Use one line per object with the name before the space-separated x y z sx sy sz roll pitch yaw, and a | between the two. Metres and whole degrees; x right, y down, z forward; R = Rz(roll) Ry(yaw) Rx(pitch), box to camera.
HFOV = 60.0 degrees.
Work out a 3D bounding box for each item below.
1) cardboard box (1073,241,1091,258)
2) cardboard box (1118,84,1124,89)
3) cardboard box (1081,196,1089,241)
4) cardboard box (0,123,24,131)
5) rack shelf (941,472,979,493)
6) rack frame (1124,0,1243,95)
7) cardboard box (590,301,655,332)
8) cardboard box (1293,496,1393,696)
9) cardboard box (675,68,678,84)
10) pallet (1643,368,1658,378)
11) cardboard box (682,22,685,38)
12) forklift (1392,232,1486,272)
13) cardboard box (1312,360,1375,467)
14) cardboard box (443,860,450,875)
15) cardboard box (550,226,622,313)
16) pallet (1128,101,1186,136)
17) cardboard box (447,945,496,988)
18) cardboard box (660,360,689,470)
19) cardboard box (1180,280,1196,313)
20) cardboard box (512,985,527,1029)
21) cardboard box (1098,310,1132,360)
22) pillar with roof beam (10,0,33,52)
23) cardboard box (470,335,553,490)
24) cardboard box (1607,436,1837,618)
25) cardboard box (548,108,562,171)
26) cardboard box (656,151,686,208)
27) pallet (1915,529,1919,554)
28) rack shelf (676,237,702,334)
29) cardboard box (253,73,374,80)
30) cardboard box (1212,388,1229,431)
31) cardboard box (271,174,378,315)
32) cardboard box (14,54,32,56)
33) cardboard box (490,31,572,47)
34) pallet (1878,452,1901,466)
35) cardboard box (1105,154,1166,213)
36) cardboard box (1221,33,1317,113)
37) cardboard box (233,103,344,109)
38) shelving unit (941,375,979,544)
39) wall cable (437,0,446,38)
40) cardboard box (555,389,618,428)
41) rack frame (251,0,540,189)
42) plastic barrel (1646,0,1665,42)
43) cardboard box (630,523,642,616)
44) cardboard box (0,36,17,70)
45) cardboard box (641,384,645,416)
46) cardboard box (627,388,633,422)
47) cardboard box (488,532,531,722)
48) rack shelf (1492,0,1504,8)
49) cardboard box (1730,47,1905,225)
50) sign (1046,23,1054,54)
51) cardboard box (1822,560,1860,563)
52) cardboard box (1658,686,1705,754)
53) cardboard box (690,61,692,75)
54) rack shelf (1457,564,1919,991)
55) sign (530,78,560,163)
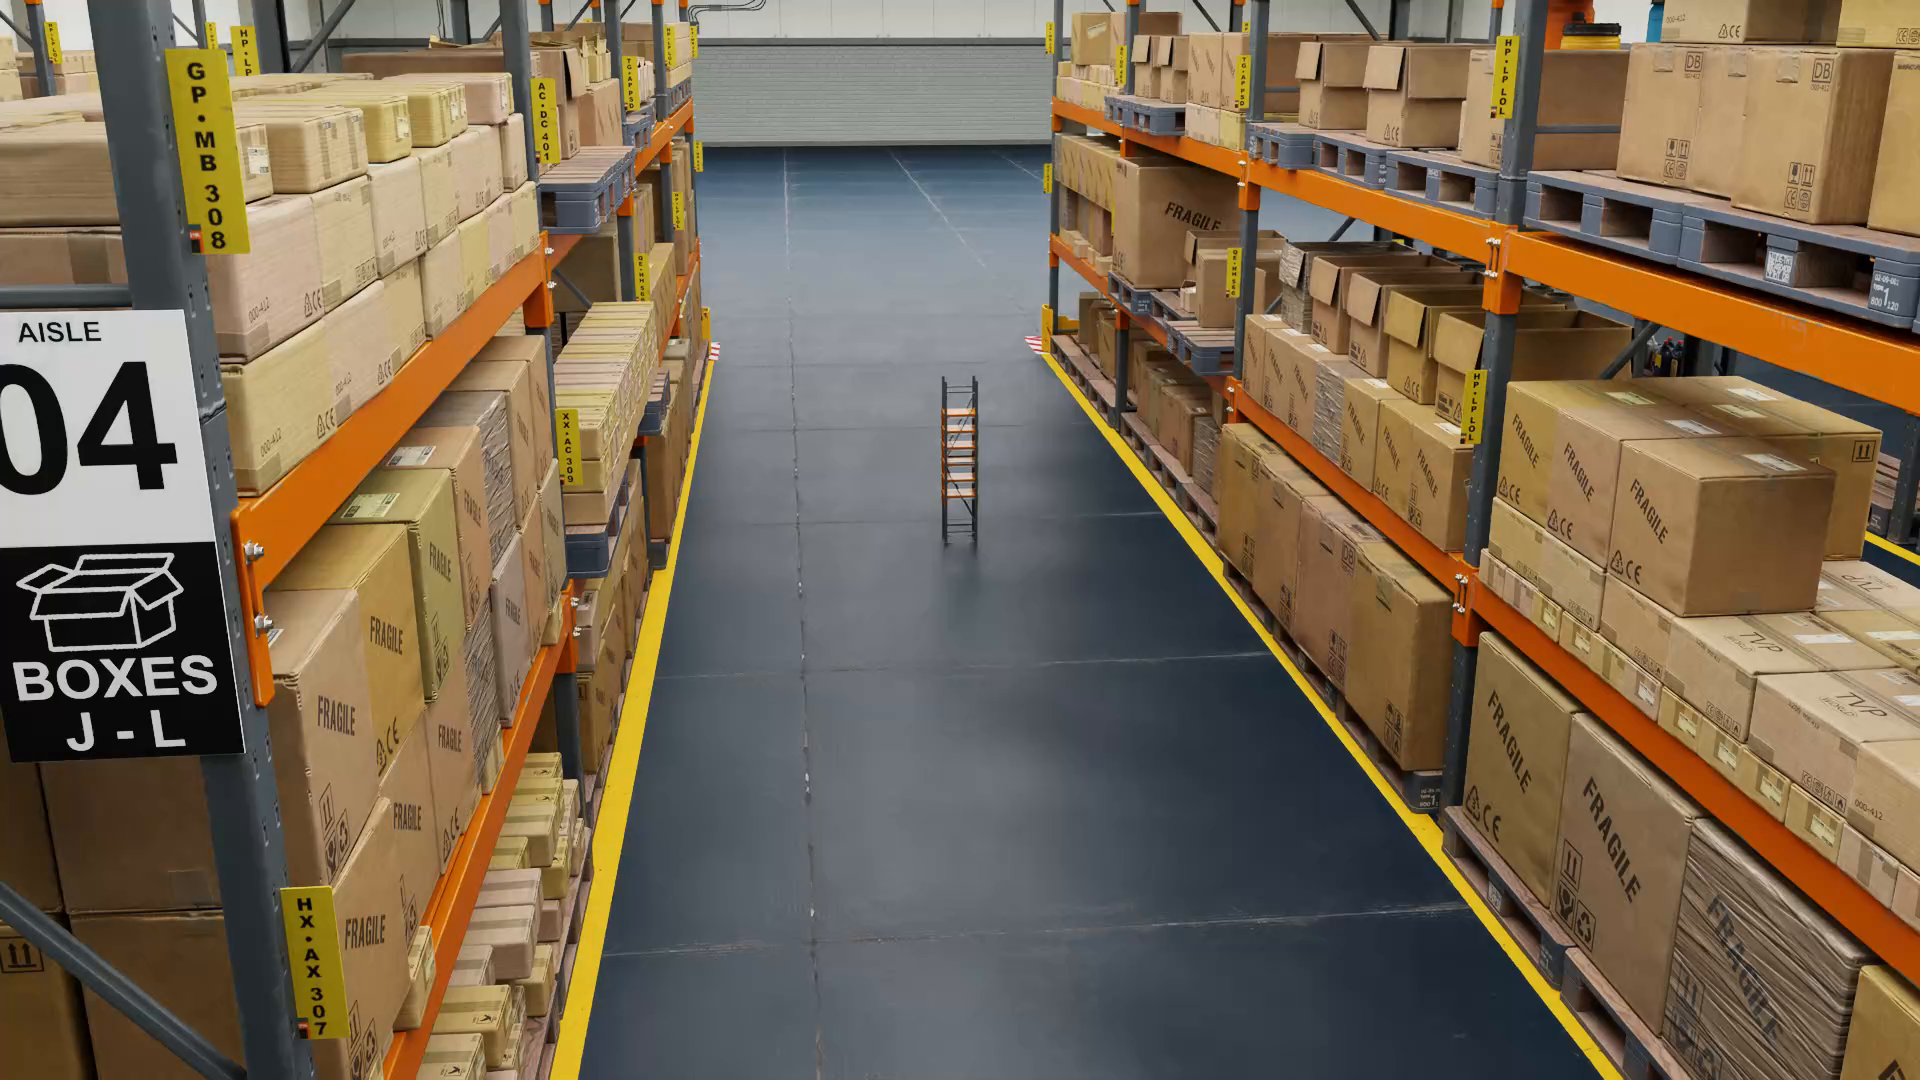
cardboard box | 1.378 -2.993 17.121 0.380 0.149 0.250 -2 18 -6
cardboard box | 1.619 -4.101 14.808 0.380 0.149 0.250 -1 17 -4
cardboard box | 1.736 -3.384 17.285 0.875 0.500 0.500 -2 18 -6
cardboard box | -2.043 -0.719 3.201 0.380 0.149 0.250 -2 17 -5
rack shelf | -0.001 -0.420 12.060 0.258 0.103 0.180 -2 18 -6
rack frame | 1.940 -5.325 14.116 1.000 3.000 0.127 -2 18 -6
cardboard box | -2.085 -1.381 10.292 0.380 0.149 0.250 -2 18 -8
cardboard box | 2.586 0.278 9.131 1.225 0.875 0.875 -2 18 -8
cardboard box | -2.782 -4.244 15.232 0.380 0.149 0.250 -2 18 -7
pallet | 6.838 -1.487 16.561 1.003 0.211 1.213 -2 18 -6
cardboard box | -2.941 -5.079 16.560 0.380 0.149 0.250 -2 18 -5
forklift | 4.333 -2.270 14.514 1.130 2.935 3.031 -2 17 -5
cardboard box | 2.293 -0.711 9.266 0.500 0.500 0.500 -2 18 -5
cardboard box | -1.680 0.863 4.839 0.380 0.149 0.250 -2 18 -7
cardboard box | -2.628 -1.807 11.089 0.700 0.500 0.500 -2 18 -6
pallet | 2.007 -3.308 13.013 1.213 0.211 1.003 -2 18 -6
cardboard box | -1.759 1.481 5.516 0.380 0.149 0.250 -2 18 -6
cardboard box | -2.755 -0.997 13.401 1.050 0.750 0.750 -2 18 -6
cardboard box | 1.912 -1.896 12.732 0.396 0.266 0.258 -2 18 -7
cardboard box | -1.733 1.698 5.820 0.380 0.149 0.250 -1 17 -5
cardboard box | 1.716 -2.112 17.368 0.500 0.500 0.500 0 17 0
pillar with roof beam | -11.047 -9.529 27.507 9.100 9.000 0.400 -2 18 -6
cardboard box | -1.862 -0.491 6.402 0.500 0.500 0.500 -2 18 -8
cardboard box | 2.661 -0.055 5.847 0.500 0.500 0.500 -2 18 -7
cardboard box | -2.061 -1.814 7.388 0.500 0.311 0.500 -2 18 -6
cardboard box | -3.162 -3.521 16.331 0.875 0.550 0.500 -2 18 -6
pallet | 7.401 0.140 11.380 1.003 0.211 1.213 -2 18 -6
rack shelf | -3.211 -2.593 16.628 1.077 0.370 4.000 -2 18 -6
cardboard box | -2.390 -1.651 6.169 0.380 0.149 0.250 -2 18 -7
cardboard box | 2.188 -1.003 12.550 0.500 0.250 0.500 0 17 1
cardboard box | -1.608 -0.657 3.670 0.500 0.250 0.500 -2 18 -6
cardboard box | -8.208 -4.092 14.283 0.380 0.149 0.250 -1 17 -4
cardboard box | -3.050 -3.384 11.907 0.500 0.500 0.500 -2 18 -6
pallet | 7.115 -0.689 14.018 1.003 0.211 1.213 -2 18 -6
cardboard box | 1.619 -3.255 15.205 0.500 0.500 0.500 -2 18 -6
cardboard box | 2.054 -3.123 11.108 0.500 0.500 0.500 -1 17 -4
cardboard box | -1.693 -0.962 3.976 0.380 0.149 0.250 -1 17 -4
shelving unit | -0.001 -0.577 12.011 0.258 1.200 0.189 -2 18 -6
wall cable | -16.174 -14.196 47.556 3.097 2.526 0.112 -2 18 -6
cardboard box | -1.821 -0.612 7.843 0.380 0.149 0.250 -2 18 -5
rack frame | -2.179 -2.819 6.132 1.000 3.000 0.127 -2 18 -6
plastic barrel | 6.870 -4.787 15.870 0.600 0.901 0.708 -2 18 -6
cardboard box | -2.214 0.187 10.046 0.500 0.500 0.500 -1 17 -3
cardboard box | -7.731 -3.787 12.937 0.500 0.250 0.500 -1 17 -4
cardboard box | -1.982 -0.791 9.406 0.380 0.149 0.250 -3 18 -8
cardboard box | -1.903 -0.701 8.625 0.380 0.149 0.250 -2 18 -7
cardboard box | -1.746 0.292 5.575 0.500 0.500 0.500 -2 18 -6
rack shelf | 6.660 -5.540 16.669 1.077 0.370 4.000 -2 18 -6
cardboard box | 2.869 -1.255 5.123 0.700 0.500 0.500 -1 17 -3
sign | 0.987 -5.486 18.177 0.100 0.325 0.005 -2 18 -6
cardboard box | 3.127 0.128 6.517 0.500 0.250 0.500 -1 17 -4
cardboard box | 2.627 0.603 5.668 0.380 0.149 0.250 -2 18 -7
cardboard box | -3.046 -5.002 17.647 0.380 0.149 0.250 -2 18 -6
rack shelf | 2.971 0.860 5.633 1.077 0.370 4.000 -2 18 -6
sign | -1.640 -1.653 6.565 0.100 0.325 0.005 -2 18 -6
